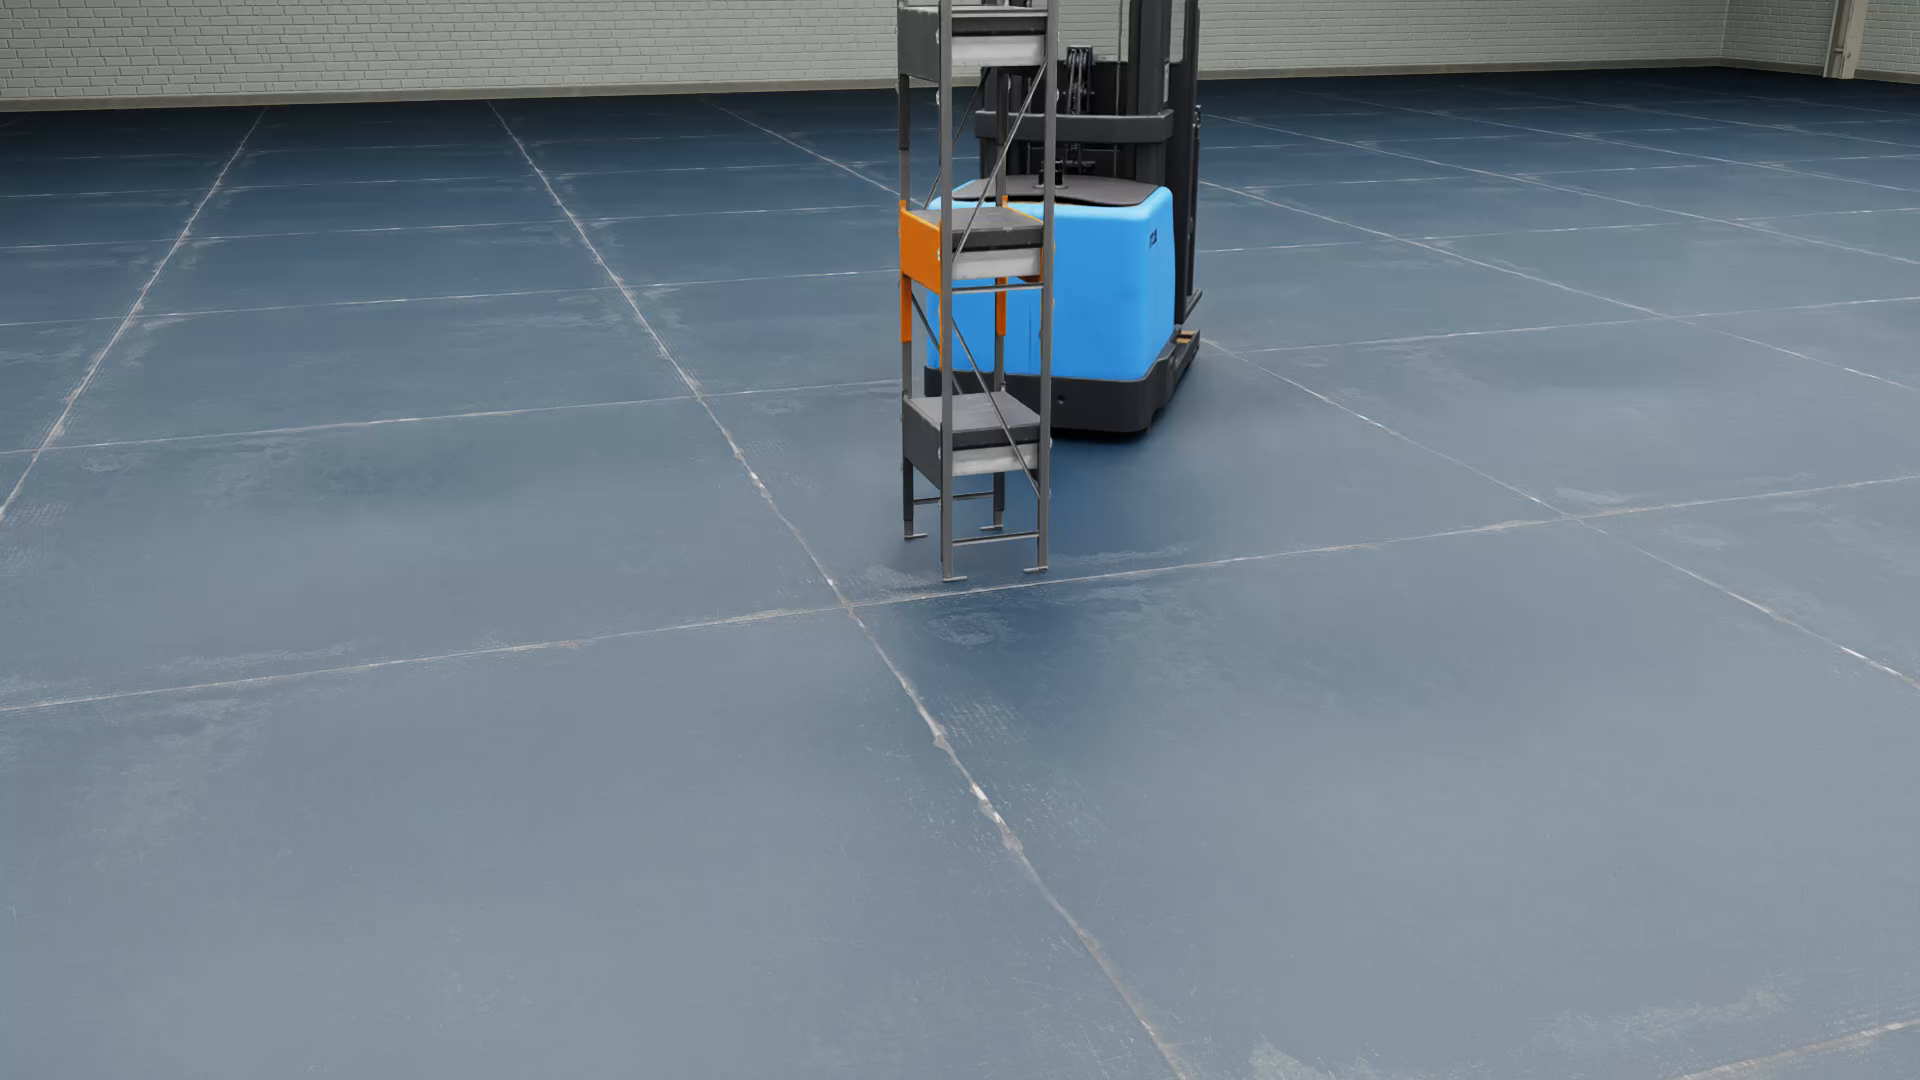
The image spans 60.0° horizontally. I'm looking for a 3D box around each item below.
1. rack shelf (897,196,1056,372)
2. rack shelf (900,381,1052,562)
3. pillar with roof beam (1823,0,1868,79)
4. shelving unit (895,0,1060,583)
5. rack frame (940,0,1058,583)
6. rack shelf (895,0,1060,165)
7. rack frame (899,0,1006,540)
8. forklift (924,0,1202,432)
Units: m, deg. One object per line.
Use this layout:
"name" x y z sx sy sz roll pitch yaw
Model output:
"rack shelf" 0.052 -0.922 5.918 0.431 0.518 0.480 -6 21 -17
"rack shelf" 0.052 -0.263 6.155 0.431 0.518 0.480 -6 21 -17
"pillar with roof beam" 10.928 -11.679 25.620 9.100 9.000 0.400 -6 21 -17
"shelving unit" 0.052 -0.935 5.914 0.431 2.100 0.503 -6 21 -17
"rack frame" 0.129 -0.857 5.696 0.400 2.100 0.015 -6 21 -17
"rack shelf" 0.052 -1.581 5.682 0.431 0.518 0.480 -6 21 -17
"rack frame" -0.025 -1.013 6.132 0.400 2.100 0.015 -6 21 -17
"forklift" 0.703 -2.332 8.574 1.130 2.935 3.031 5 20 14
